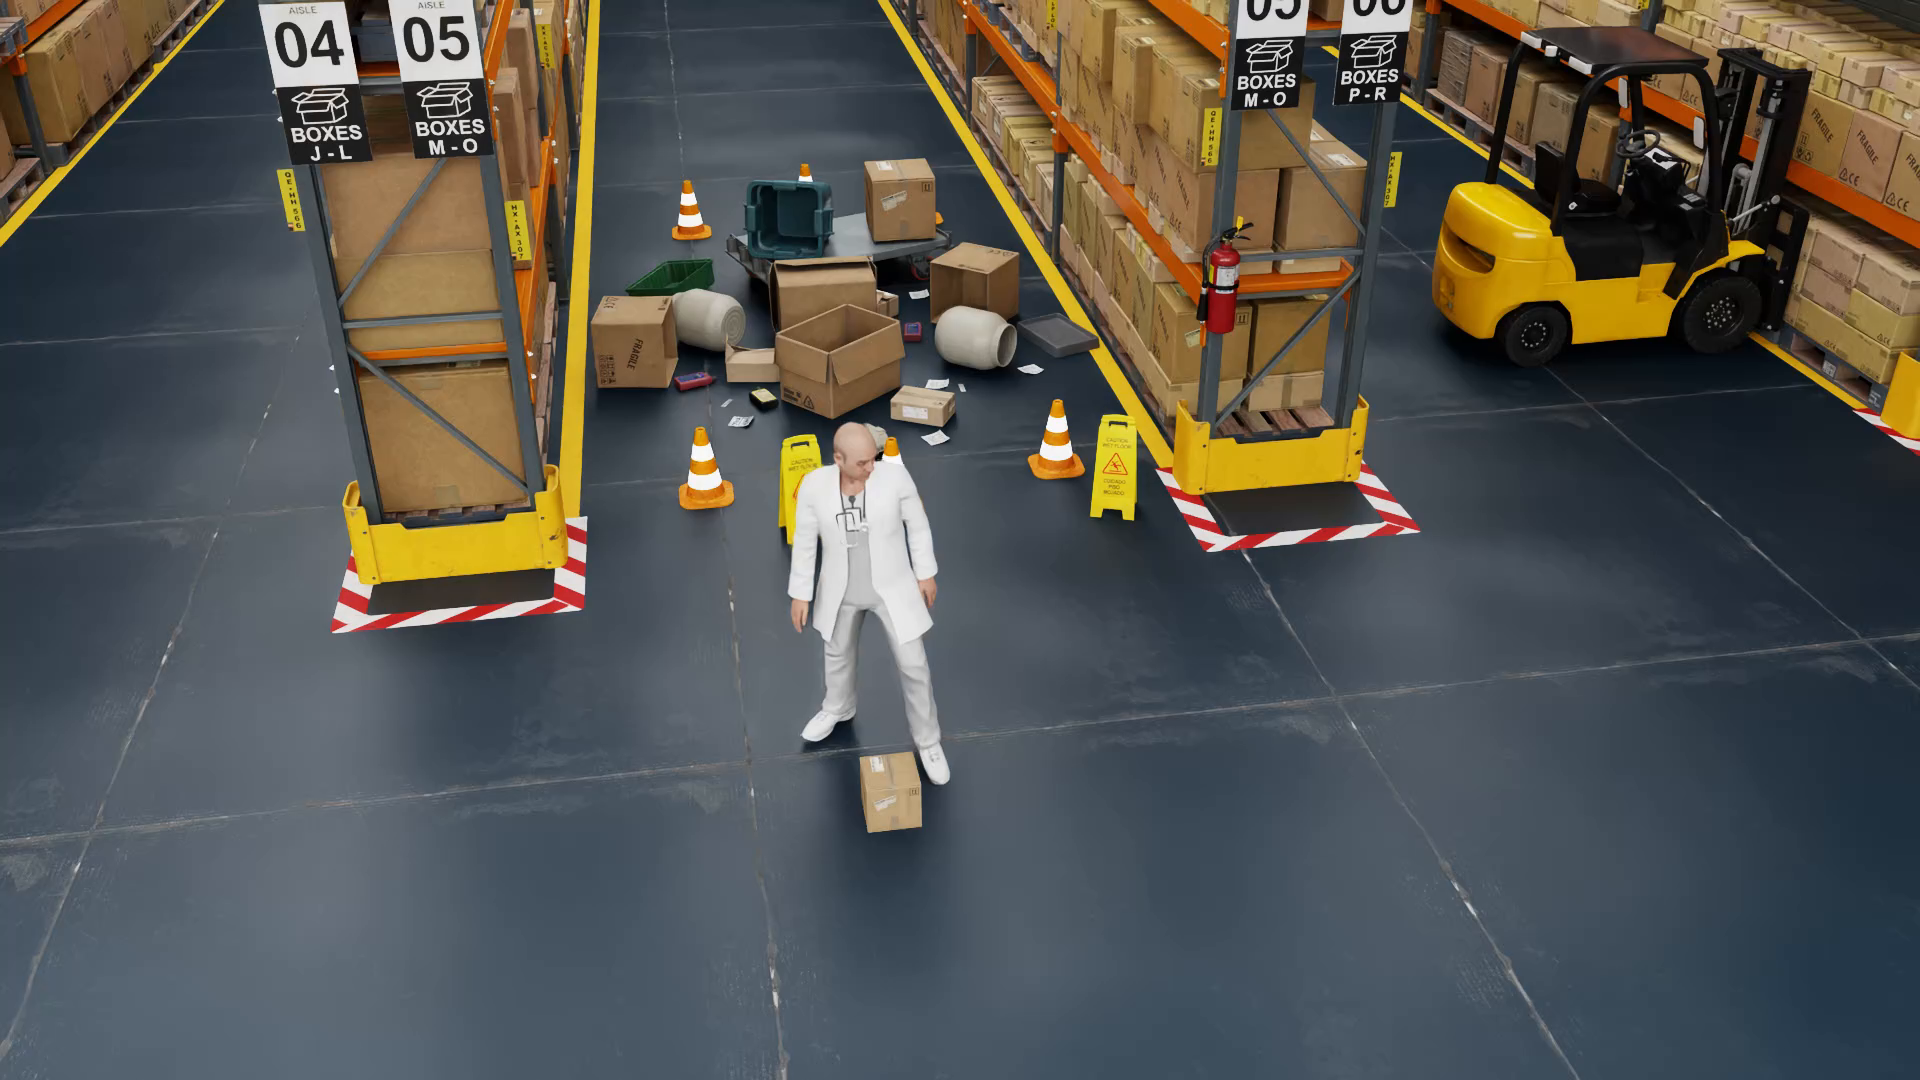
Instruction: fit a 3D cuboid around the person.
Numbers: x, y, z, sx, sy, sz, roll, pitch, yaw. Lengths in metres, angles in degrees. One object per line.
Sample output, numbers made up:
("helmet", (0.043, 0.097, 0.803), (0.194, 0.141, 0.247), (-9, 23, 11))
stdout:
("person", (-0.404, 0.247, 7.726), (0.773, 1.798, 0.531), (4, 31, 7))
